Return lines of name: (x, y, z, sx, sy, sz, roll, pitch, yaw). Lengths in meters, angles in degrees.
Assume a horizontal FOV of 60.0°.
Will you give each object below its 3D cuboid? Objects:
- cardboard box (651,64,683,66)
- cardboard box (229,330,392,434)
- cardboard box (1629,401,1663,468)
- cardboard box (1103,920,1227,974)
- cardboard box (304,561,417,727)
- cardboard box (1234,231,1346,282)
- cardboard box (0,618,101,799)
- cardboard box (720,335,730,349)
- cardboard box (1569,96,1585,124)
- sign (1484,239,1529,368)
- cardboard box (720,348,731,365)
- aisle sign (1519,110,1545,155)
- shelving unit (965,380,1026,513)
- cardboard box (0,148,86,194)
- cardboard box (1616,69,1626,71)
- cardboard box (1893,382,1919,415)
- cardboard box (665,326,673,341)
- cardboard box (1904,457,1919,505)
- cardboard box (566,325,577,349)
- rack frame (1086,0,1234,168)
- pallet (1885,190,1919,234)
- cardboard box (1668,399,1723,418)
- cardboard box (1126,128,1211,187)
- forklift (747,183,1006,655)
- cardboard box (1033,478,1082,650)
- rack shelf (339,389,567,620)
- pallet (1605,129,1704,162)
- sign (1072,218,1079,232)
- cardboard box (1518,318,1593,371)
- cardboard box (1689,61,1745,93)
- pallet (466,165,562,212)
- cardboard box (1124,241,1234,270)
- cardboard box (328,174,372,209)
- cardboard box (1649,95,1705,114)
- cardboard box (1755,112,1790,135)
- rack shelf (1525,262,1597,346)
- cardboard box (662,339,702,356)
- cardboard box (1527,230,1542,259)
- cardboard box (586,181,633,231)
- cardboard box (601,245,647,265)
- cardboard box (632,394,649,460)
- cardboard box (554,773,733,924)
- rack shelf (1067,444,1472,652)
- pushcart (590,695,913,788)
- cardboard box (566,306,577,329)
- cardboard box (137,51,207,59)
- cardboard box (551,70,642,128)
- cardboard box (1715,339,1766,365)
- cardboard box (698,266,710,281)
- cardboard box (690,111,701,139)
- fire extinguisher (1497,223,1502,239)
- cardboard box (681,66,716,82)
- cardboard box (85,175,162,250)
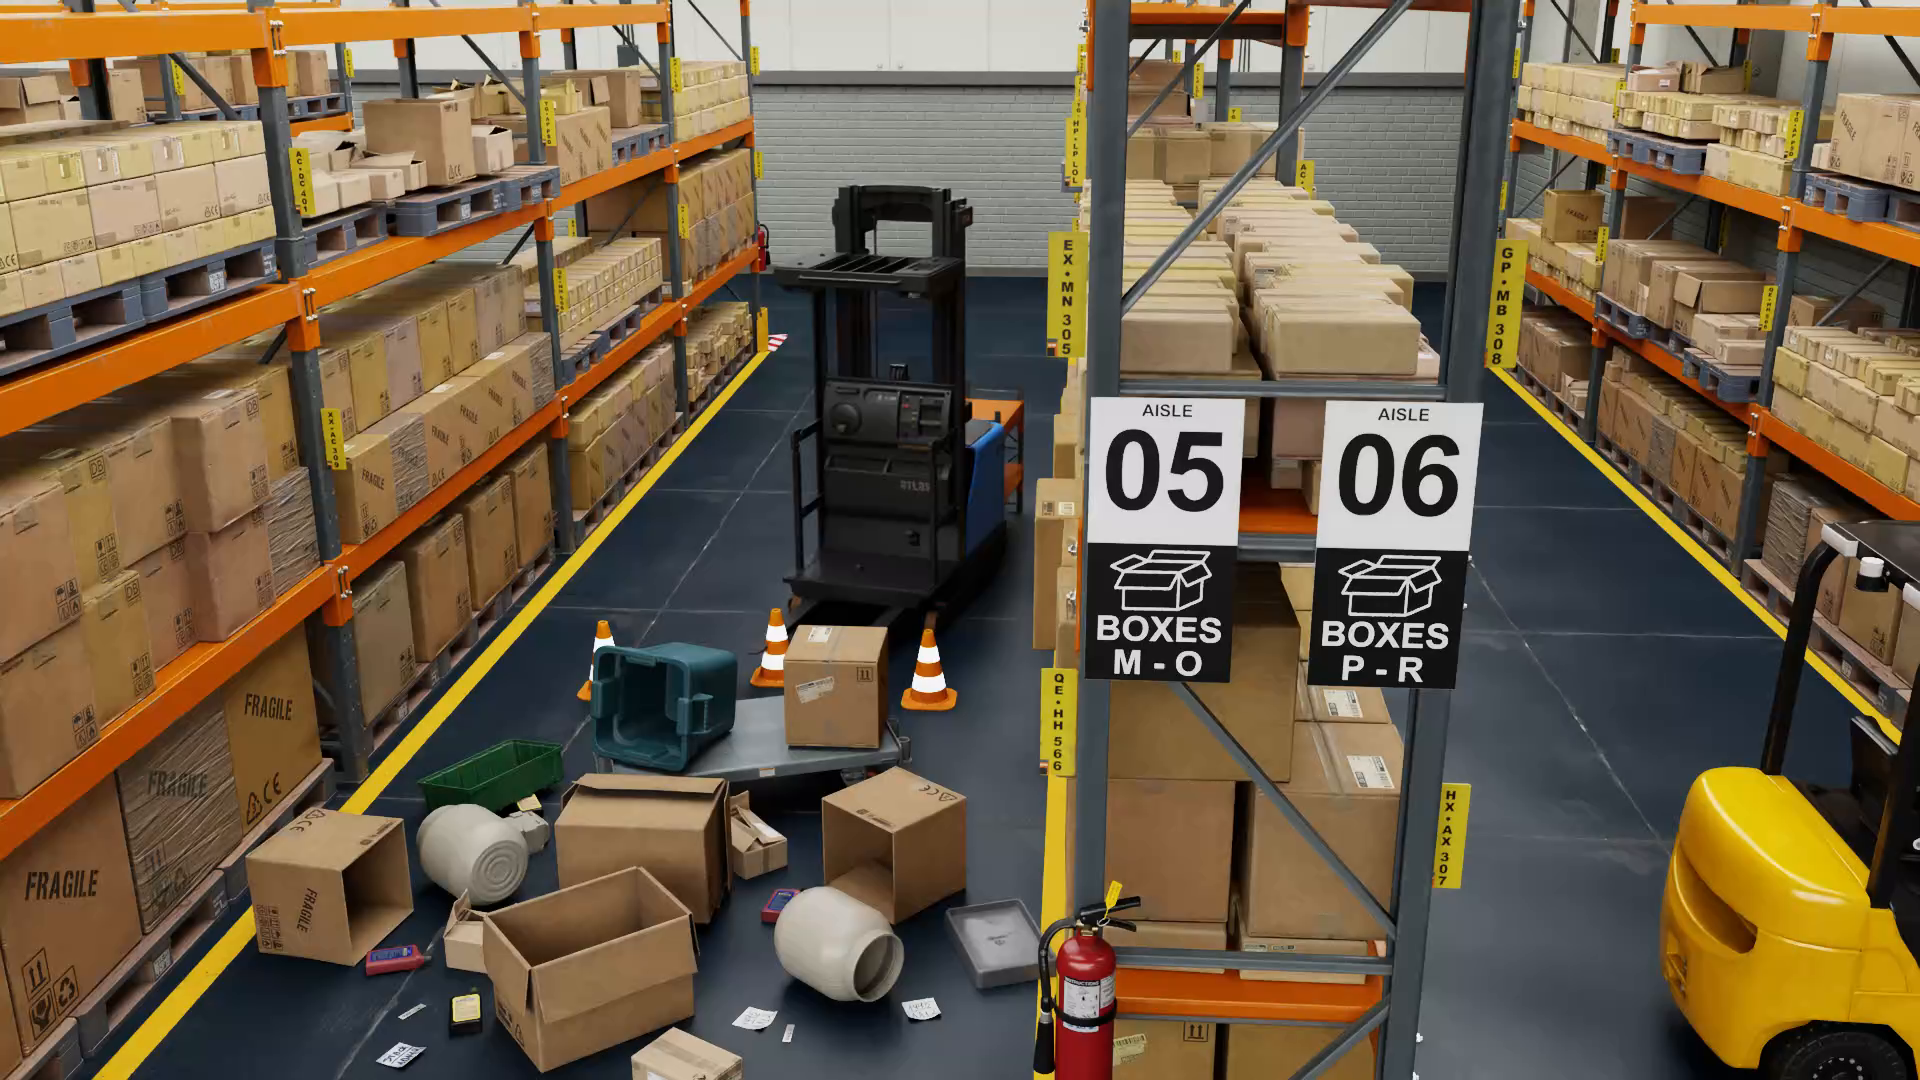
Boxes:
cardboard box: (-3.279, -5.183, 18.403, 0.380, 0.149, 0.250, 2, 18, 5)
cardboard box: (-3.764, -0.926, 9.666, 0.700, 0.500, 0.500, 1, 18, 3)
cardboard box: (6.313, -0.931, 14.788, 0.500, 0.500, 0.500, 1, 18, 2)
cardboard box: (0.642, 1.230, 5.254, 0.380, 0.149, 0.250, 2, 18, 6)
cardboard box: (-3.874, 0.585, 9.758, 1.050, 0.750, 0.750, 1, 18, 4)
cardboard box: (1.198, -1.031, 6.057, 0.380, 0.149, 0.250, 2, 18, 5)
cardboard box: (-3.951, 0.623, 6.464, 0.875, 0.550, 0.550, 1, 18, 4)
cardboard box: (-2.819, -2.230, 18.839, 0.380, 0.149, 0.250, 2, 18, 7)
cardboard box: (6.500, -4.357, 16.848, 0.500, 0.250, 0.500, 2, 18, 5)
sign: (1.370, -0.597, 4.206, 0.100, 0.325, 0.005, 1, 18, 4)
cardboard box: (-2.821, -2.089, 18.884, 0.380, 0.149, 0.250, 2, 18, 5)
aisle sign: (6.639, -4.891, 19.356, 0.394, 0.787, 0.004, 1, 18, 4)
shelving unit: (0.177, -0.629, 13.536, 0.538, 1.125, 1.048, 4, 19, 12)
cardboard box: (-3.646, -1.429, 6.438, 0.380, 0.149, 0.250, 2, 18, 5)
cardboard box: (7.046, -4.740, 17.214, 0.500, 0.250, 0.500, 1, 18, 4)
cardboard box: (5.874, -0.849, 9.995, 0.380, 0.149, 0.250, 1, 18, 2)
cardboard box: (-3.342, -2.299, 18.572, 0.380, 0.149, 0.250, 1, 18, 4)
cardboard box: (5.939, -0.302, 9.767, 0.500, 0.250, 0.500, 1, 18, 4)
cardboard box: (-3.289, -1.630, 13.308, 0.380, 0.149, 0.250, 2, 18, 7)
rack frame: (1.402, -4.103, 11.494, 1.000, 3.000, 0.127, 1, 18, 4)
pallet: (6.317, -1.918, 9.947, 1.003, 0.211, 1.213, 2, 18, 6)
cardboard box: (6.328, -1.108, 14.286, 0.380, 0.149, 0.250, 1, 18, 4)
cardboard box: (1.030, -1.984, 8.608, 0.500, 0.250, 0.500, 2, 18, 5)
forklift: (-0.572, -0.883, 11.412, 1.130, 2.935, 3.031, 6, 19, 17)
cardboard box: (0.625, 0.087, 6.097, 0.700, 0.500, 0.500, 1, 18, 3)
rack shelf: (-3.686, -0.369, 10.886, 1.077, 0.370, 4.000, 1, 18, 4)
pallet: (6.523, -3.520, 14.834, 1.213, 0.211, 1.003, 1, 18, 4)
sign: (1.135, -2.956, 16.109, 0.100, 0.325, 0.005, 1, 18, 4)
cardboard box: (6.689, -2.187, 18.620, 0.700, 0.500, 0.500, 2, 18, 6)
cardboard box: (6.701, -4.097, 14.718, 0.396, 0.266, 0.258, 1, 18, 4)
pallet: (-3.535, -2.466, 11.618, 1.213, 0.211, 1.003, 2, 18, 6)
cardboard box: (0.755, -0.958, 5.834, 0.380, 0.149, 0.250, 1, 18, 2)
cardboard box: (-3.507, -1.959, 9.336, 0.250, 0.149, 0.380, 1, 18, 4)
cardboard box: (6.181, -3.754, 14.336, 0.380, 0.149, 0.250, 1, 18, 3)
cardboard box: (6.176, -3.104, 12.385, 0.380, 0.149, 0.250, 1, 18, 2)
rack shelf: (6.784, -2.665, 17.893, 1.077, 0.370, 4.000, 1, 18, 4)
cardboard box: (-2.980, -2.049, 17.808, 0.380, 0.149, 0.250, 1, 18, 2)
cardboard box: (6.557, -3.249, 18.283, 0.500, 0.250, 0.500, 1, 18, 3)
cardboard box: (-3.492, -3.390, 16.708, 0.500, 0.500, 0.500, 1, 18, 2)
cardboard box: (-3.128, -2.644, 15.449, 0.380, 0.149, 0.250, 1, 18, 2)
cardboard box: (-3.136, -1.032, 15.094, 0.500, 0.500, 0.500, 1, 18, 3)
cardboard box: (-1.512, 1.461, 7.938, 0.797, 0.637, 0.503, 1, 18, 4)
rack shelf: (0.972, -0.473, 6.386, 1.077, 0.370, 4.000, 1, 18, 4)
pushcart: (-1.162, 1.200, 9.153, 1.648, 0.377, 0.936, -5, 19, -15)
cardboard box: (-3.290, -1.783, 13.299, 0.380, 0.149, 0.250, 2, 18, 7)
cardboard box: (-8.122, -5.084, 17.106, 0.500, 0.250, 0.500, 0, 18, 0)
cardboard box: (-3.392, -4.131, 15.562, 0.700, 0.500, 0.500, 1, 18, 4)
cardboard box: (6.018, -1.436, 12.716, 0.380, 0.149, 0.250, 2, 18, 5)
cardboard box: (-2.889, -2.862, 17.745, 0.380, 0.149, 0.250, 2, 18, 5)
cardboard box: (-2.932, -4.222, 16.914, 0.500, 0.250, 0.500, 1, 18, 3)
fire extinguisher: (6.477, -3.470, 19.918, 0.296, 0.674, 0.183, 1, 18, 4)
cardboard box: (-2.832, -5.010, 17.877, 0.380, 0.149, 0.250, 1, 18, 2)
cardboard box: (-3.683, -1.361, 6.870, 0.500, 0.250, 0.500, 1, 18, 3)
